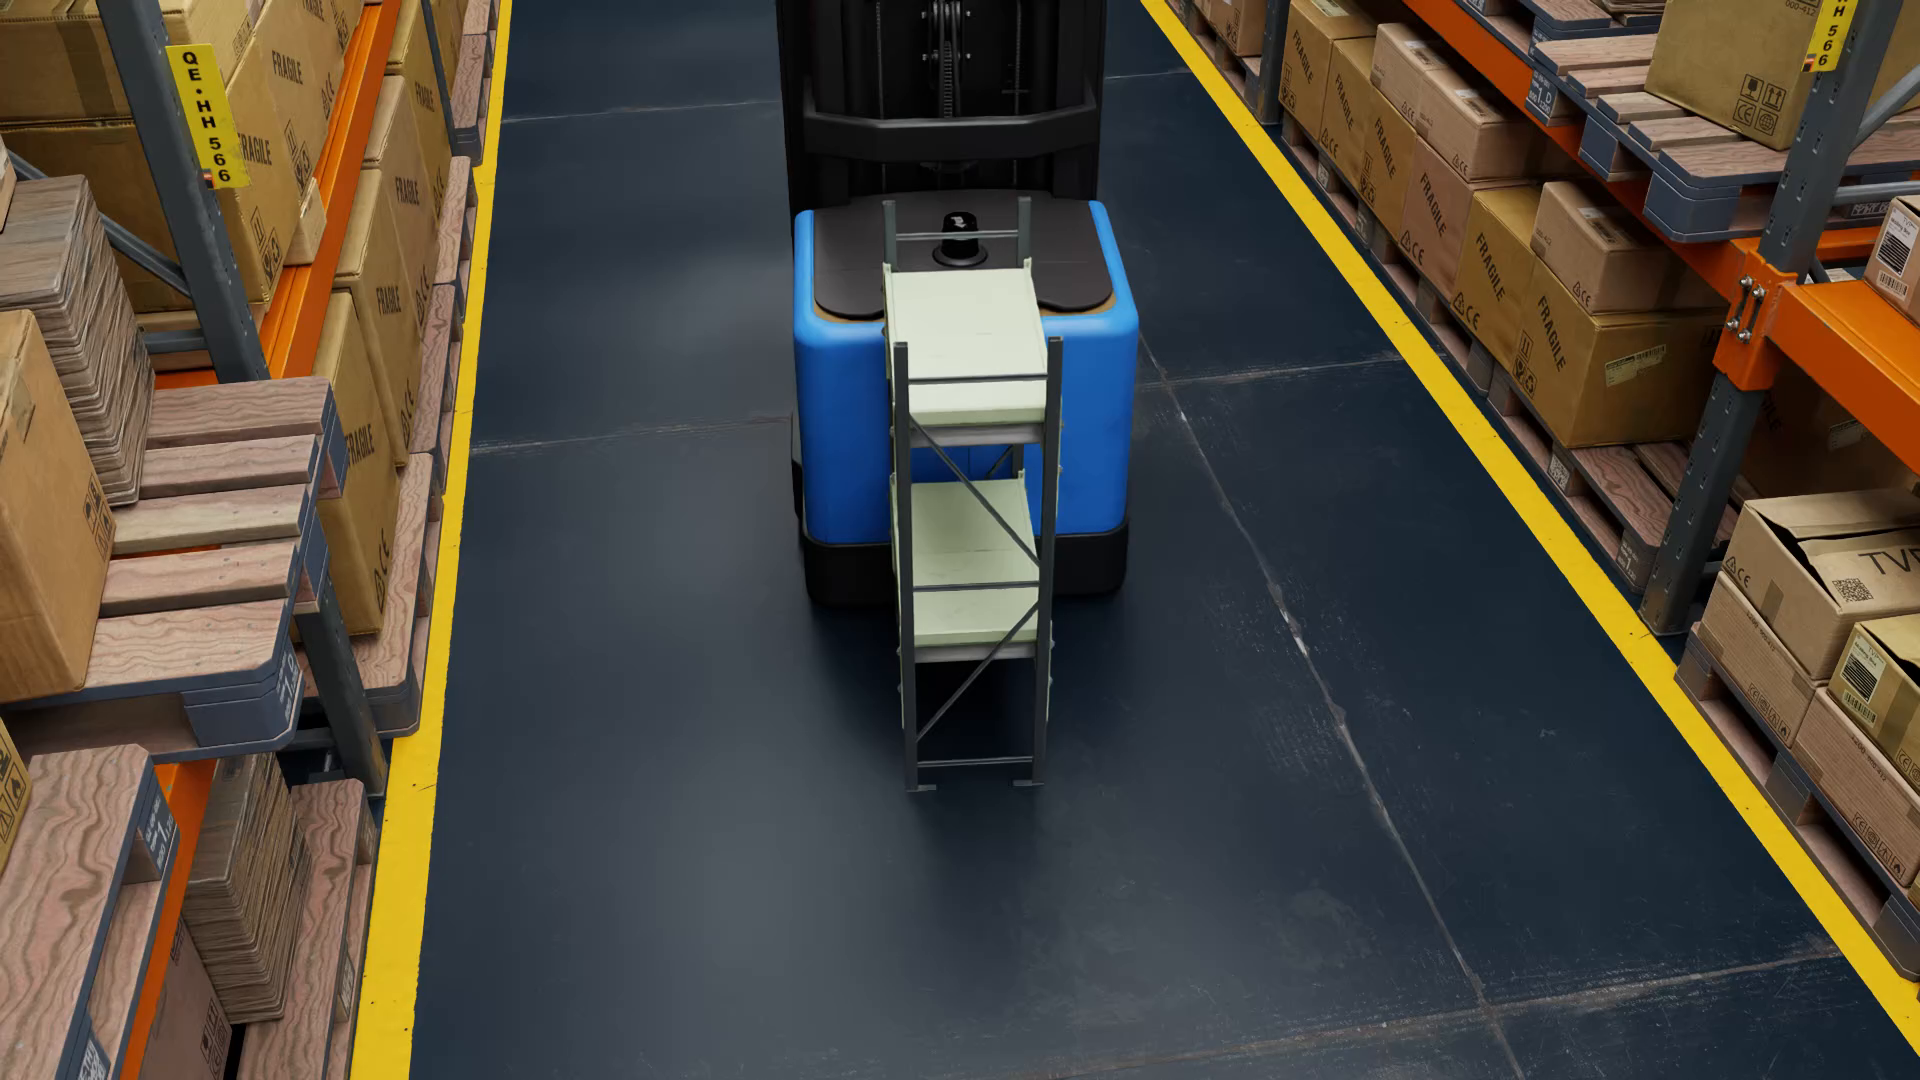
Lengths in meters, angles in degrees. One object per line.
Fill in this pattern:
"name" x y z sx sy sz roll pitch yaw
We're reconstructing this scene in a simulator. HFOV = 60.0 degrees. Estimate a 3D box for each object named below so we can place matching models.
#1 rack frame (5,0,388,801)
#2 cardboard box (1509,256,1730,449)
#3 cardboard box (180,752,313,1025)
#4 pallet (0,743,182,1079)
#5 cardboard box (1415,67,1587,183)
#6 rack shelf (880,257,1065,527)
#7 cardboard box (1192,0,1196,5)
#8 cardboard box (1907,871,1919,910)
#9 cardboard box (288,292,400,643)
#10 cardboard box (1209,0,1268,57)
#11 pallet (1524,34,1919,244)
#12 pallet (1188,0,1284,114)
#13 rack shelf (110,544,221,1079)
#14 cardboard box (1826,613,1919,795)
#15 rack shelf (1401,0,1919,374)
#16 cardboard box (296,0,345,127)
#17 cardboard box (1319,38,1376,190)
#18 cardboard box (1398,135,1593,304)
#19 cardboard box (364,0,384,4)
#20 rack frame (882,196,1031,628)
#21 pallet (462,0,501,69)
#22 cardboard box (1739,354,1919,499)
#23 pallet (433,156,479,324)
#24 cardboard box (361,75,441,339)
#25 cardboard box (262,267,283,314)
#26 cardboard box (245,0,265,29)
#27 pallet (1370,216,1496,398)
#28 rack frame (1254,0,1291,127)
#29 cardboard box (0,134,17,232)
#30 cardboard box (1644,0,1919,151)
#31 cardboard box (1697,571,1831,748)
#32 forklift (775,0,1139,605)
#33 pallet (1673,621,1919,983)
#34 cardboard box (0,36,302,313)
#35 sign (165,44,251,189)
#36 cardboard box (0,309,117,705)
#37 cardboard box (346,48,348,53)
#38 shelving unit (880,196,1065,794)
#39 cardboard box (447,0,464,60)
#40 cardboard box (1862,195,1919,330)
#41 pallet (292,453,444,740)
"rack frame" -2.161 -0.423 3.849 1.000 3.000 0.127 -6 38 -8
"cardboard box" 2.320 -0.684 5.865 0.500 0.500 0.500 -5 38 -6
"cardboard box" -1.984 0.820 3.929 0.700 0.500 0.500 -6 38 -7
"pallet" -1.774 0.844 2.375 1.003 0.211 1.213 -6 38 -8
"cardboard box" 2.123 -1.631 6.473 0.500 0.250 0.500 -7 38 -9
"rack shelf" 0.017 -0.407 4.415 0.431 0.370 0.720 -3 38 -3
"cardboard box" 1.503 -3.253 9.325 0.500 0.311 0.500 -6 38 -8
"cardboard box" 2.704 0.927 4.011 0.500 0.250 0.500 -7 38 -9
"cardboard box" -2.161 -0.198 4.970 0.750 0.750 0.750 -7 38 -9
"cardboard box" 1.635 -2.874 8.684 0.500 0.500 0.500 -6 38 -8
"pallet" 2.527 -1.284 5.114 1.213 0.211 1.003 -6 38 -8
"pallet" 1.894 -2.688 9.038 1.003 0.211 1.213 -6 38 -8
"rack shelf" -1.810 1.069 2.515 1.077 0.370 4.000 -6 38 -8
"cardboard box" 2.618 0.405 4.226 0.500 0.311 0.500 -7 38 -9
"rack shelf" 2.365 -1.882 6.314 1.077 0.370 4.000 -6 38 -8
"cardboard box" -2.163 -1.526 4.929 0.500 0.500 0.500 -6 38 -8
"cardboard box" 1.963 -1.921 7.457 0.500 0.500 0.500 -6 38 -7
"cardboard box" 2.132 -1.313 6.674 0.500 0.500 0.500 -8 38 -10
"cardboard box" -2.352 -2.109 6.209 0.380 0.149 0.250 -6 38 -8
"rack frame" -0.009 -0.323 4.943 0.400 1.500 0.023 -3 38 -3
"pallet" -3.136 -2.944 9.367 1.003 0.211 1.213 -6 38 -8
"cardboard box" 2.917 -0.450 5.563 0.500 0.500 0.500 -5 38 -6
"pallet" -2.653 -1.280 7.225 1.003 0.211 1.213 -6 38 -8
"cardboard box" -2.462 -1.241 6.312 0.750 0.750 0.750 -5 38 -7
"cardboard box" -2.026 -0.709 4.405 0.380 0.149 0.250 -6 38 -7
"cardboard box" -2.082 -1.510 4.298 0.500 0.250 0.500 -7 38 -9
"pallet" 2.411 -1.047 6.926 1.003 0.211 1.213 -6 38 -8
"rack frame" 2.014 -3.374 7.648 1.000 3.000 0.127 -6 38 -8
"cardboard box" -2.071 -0.687 3.221 0.380 0.149 0.250 -11 39 -14
"cardboard box" 2.494 -1.532 4.853 0.700 0.500 0.500 -19 42 -23
"cardboard box" 2.518 0.310 4.805 0.500 0.250 0.500 -6 38 -8
"forklift" -0.078 -1.836 5.724 1.130 2.935 3.031 -2 38 -3
"pallet" 2.821 0.645 4.748 1.003 0.211 1.213 -6 38 -8
"cardboard box" -1.994 -0.909 4.134 0.500 0.500 0.500 -5 38 -7
"sign" -1.629 -0.913 3.601 0.100 0.325 0.005 -6 38 -8
"cardboard box" -1.944 -0.019 2.889 0.700 0.500 0.500 -10 39 -12
"cardboard box" -2.345 -1.802 5.813 0.380 0.149 0.250 -7 38 -9
"shelving unit" 0.017 -0.099 4.655 0.431 1.500 0.755 -3 38 -3
"cardboard box" -2.977 -2.784 8.584 0.700 0.500 0.500 -7 38 -8
"cardboard box" 2.736 -0.698 4.277 0.500 0.311 0.500 -4 38 -5
"pallet" -2.225 0.194 5.328 1.003 0.211 1.213 -6 38 -8
